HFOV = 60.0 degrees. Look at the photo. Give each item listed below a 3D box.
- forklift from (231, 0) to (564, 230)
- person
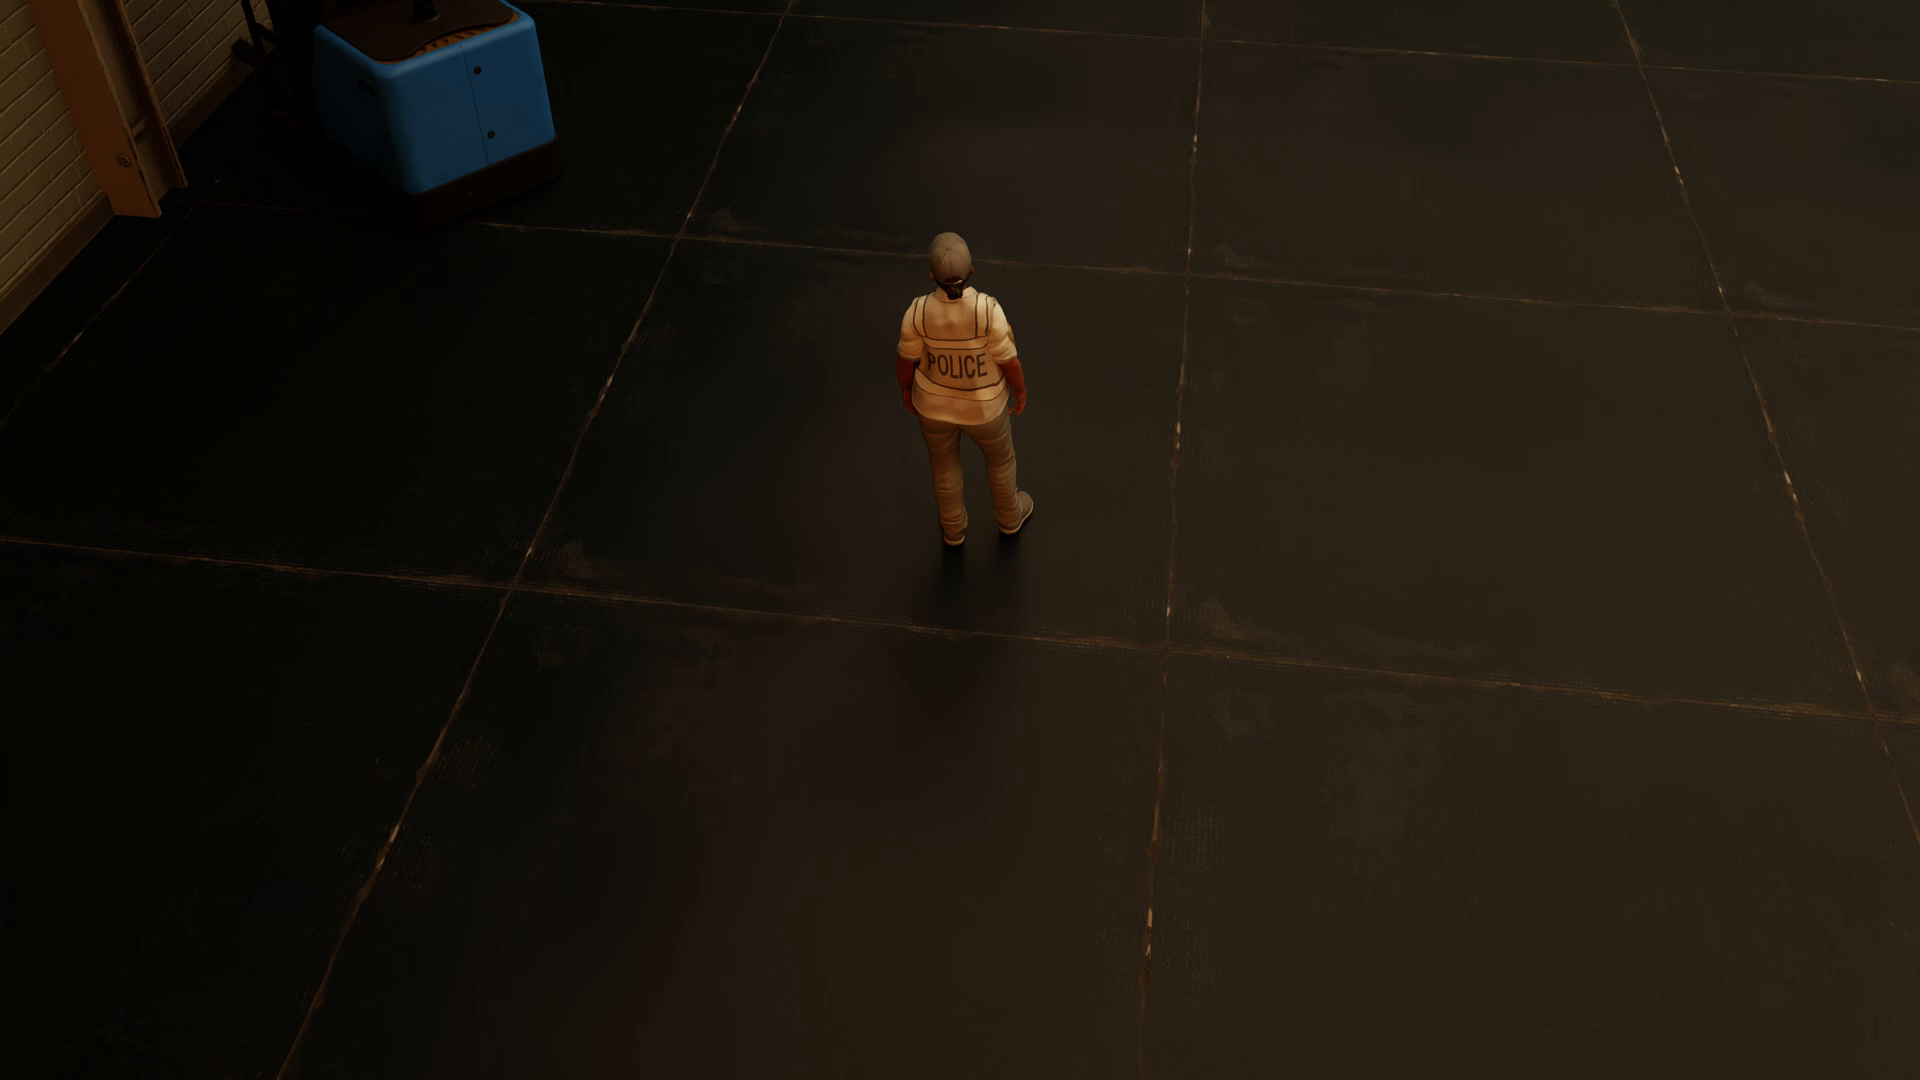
[{"bbox_3d":[-3.818,-3.803,9.865,1.130,2.935,3.031,-32,52,-30],"label":"forklift"},{"bbox_3d":[0.033,-0.668,7.376,0.598,1.670,0.529,5,43,6],"label":"person"}]
